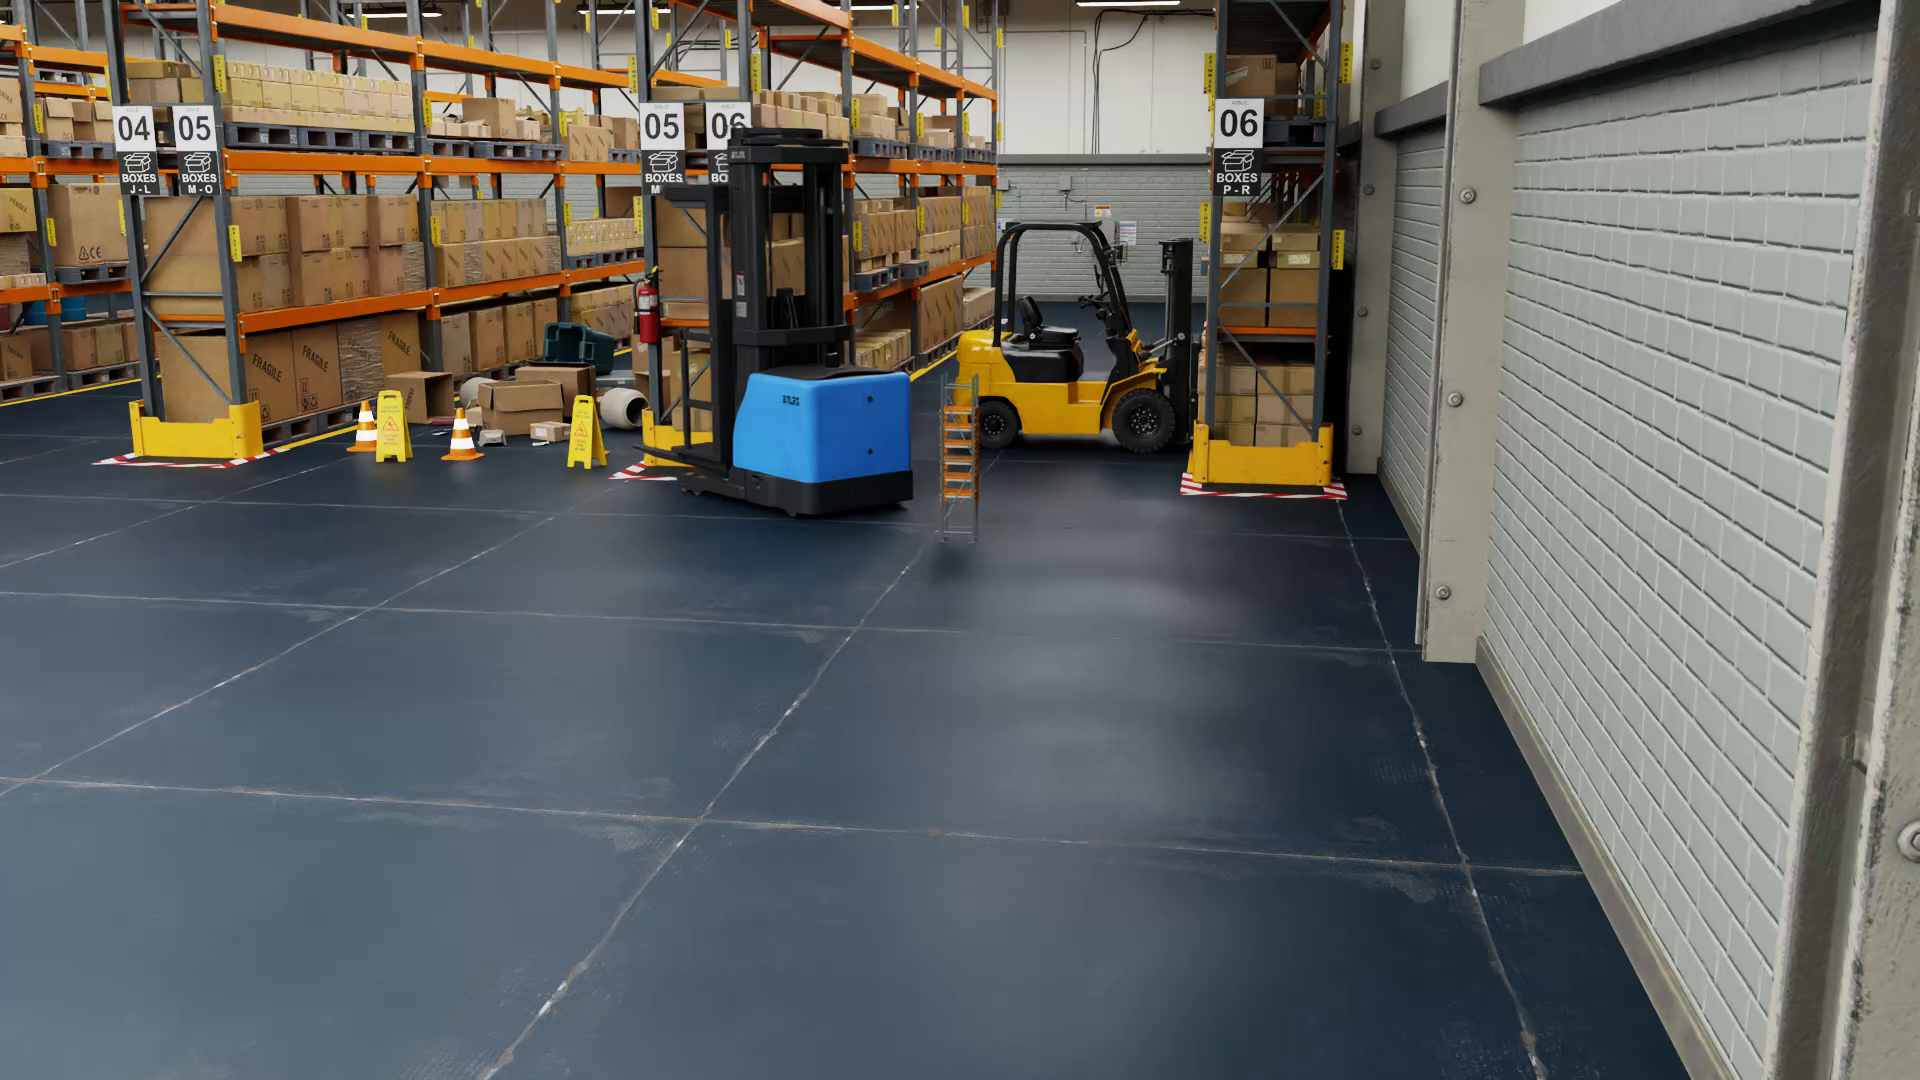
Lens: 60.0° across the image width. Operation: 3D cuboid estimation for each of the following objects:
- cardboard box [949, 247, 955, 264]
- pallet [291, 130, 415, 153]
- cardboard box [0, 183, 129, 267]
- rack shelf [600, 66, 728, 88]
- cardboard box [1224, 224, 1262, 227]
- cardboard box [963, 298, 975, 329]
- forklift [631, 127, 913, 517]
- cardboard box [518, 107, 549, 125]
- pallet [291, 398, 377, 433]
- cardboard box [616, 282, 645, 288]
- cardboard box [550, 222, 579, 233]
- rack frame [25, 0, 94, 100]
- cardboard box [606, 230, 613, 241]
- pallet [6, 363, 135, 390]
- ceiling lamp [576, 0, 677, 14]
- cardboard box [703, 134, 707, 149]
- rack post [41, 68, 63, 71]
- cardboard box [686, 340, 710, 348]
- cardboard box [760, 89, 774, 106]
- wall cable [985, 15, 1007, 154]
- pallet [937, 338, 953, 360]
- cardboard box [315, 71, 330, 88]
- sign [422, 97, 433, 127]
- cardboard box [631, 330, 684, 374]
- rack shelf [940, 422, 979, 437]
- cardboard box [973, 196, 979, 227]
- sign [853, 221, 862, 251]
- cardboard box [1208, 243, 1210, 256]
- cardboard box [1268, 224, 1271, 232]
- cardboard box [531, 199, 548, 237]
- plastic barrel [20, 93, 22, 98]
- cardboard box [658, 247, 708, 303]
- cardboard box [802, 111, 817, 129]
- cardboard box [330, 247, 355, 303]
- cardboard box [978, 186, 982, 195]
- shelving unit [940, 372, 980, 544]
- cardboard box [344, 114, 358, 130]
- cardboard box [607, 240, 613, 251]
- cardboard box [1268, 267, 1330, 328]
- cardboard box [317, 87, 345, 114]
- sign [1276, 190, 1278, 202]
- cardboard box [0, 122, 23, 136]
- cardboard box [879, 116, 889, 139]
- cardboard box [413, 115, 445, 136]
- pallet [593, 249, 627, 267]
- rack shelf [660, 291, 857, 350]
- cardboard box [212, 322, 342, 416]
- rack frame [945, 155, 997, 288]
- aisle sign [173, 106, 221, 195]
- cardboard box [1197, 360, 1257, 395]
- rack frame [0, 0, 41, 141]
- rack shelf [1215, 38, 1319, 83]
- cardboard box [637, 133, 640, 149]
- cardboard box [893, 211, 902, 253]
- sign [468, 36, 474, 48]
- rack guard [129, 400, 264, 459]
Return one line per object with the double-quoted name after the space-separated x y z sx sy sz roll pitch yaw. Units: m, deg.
-0.354 -4.361 25.465 0.500 0.250 0.500 2 12 8 "cardboard box"
-6.727 -4.369 18.236 1.003 0.211 1.213 2 12 9 "pallet"
-11.216 -3.957 20.813 1.000 1.000 1.000 2 12 9 "cardboard box"
-5.053 -7.777 28.435 1.077 0.370 4.000 2 12 9 "rack shelf"
2.897 -3.160 17.055 0.380 0.149 0.250 2 12 8 "cardboard box"
-0.252 -3.722 27.228 0.875 0.438 0.875 2 12 8 "cardboard box"
-1.706 -1.859 13.663 1.130 2.935 3.031 -10 16 -39 "forklift"
-6.107 -6.038 23.715 0.396 0.266 0.258 2 12 9 "cardboard box"
-6.971 -1.342 17.720 1.003 0.211 1.213 2 12 9 "pallet"
-5.226 -3.968 26.441 0.500 0.250 0.500 2 12 7 "cardboard box"
-5.675 -4.468 23.792 0.380 0.149 0.250 2 12 7 "cardboard box"
-15.140 -8.056 28.015 1.000 3.000 0.127 2 12 9 "rack frame"
-5.469 -4.595 25.088 0.380 0.149 0.250 2 12 11 "cardboard box"
-11.358 -2.097 21.221 1.003 0.211 1.213 2 12 9 "pallet"
-6.713 -12.058 32.730 2.000 3.185 0.800 2 12 9 "ceiling lamp"
-2.515 -3.624 15.163 0.380 0.149 0.250 2 12 9 "cardboard box"
-15.301 -7.845 27.214 0.937 0.300 0.954 2 12 8 "rack post"
-2.444 -1.942 16.097 0.380 0.149 0.250 2 12 10 "cardboard box"
-1.921 -4.048 15.238 0.380 0.149 0.250 2 12 9 "cardboard box"
0.757 -9.600 35.180 0.463 3.000 0.029 2 12 9 "wall cable"
-0.684 -2.861 24.767 1.003 0.211 1.213 2 12 9 "pallet"
-6.605 -4.648 16.789 0.380 0.149 0.250 2 12 9 "cardboard box"
-6.043 -4.856 18.870 0.100 0.325 0.005 2 12 9 "sign"
-3.448 -2.176 19.107 0.500 0.500 0.500 2 12 9 "cardboard box"
-0.002 -0.775 11.812 0.258 0.103 0.180 2 12 9 "rack shelf"
0.032 -5.482 27.700 0.500 0.500 0.500 2 12 10 "cardboard box"
-1.147 -3.384 18.519 0.100 0.325 0.005 2 12 9 "sign"
3.678 -4.011 22.845 0.500 0.250 0.500 1 12 6 "cardboard box"
3.390 -3.201 17.242 0.380 0.149 0.250 2 12 7 "cardboard box"
-6.055 -4.393 22.647 0.700 0.500 0.500 2 12 8 "cardboard box"
-15.252 -6.680 26.562 0.600 0.901 0.708 2 12 9 "plastic barrel"
-2.489 -2.460 15.345 0.500 0.500 0.500 2 12 8 "cardboard box"
-1.719 -4.097 16.415 0.500 0.250 0.500 2 12 10 "cardboard box"
-6.880 -2.775 17.392 0.875 0.550 0.500 2 12 9 "cardboard box"
0.162 -5.981 28.474 0.380 0.149 0.250 2 12 10 "cardboard box"
-0.002 -0.584 11.853 0.258 1.200 0.189 2 12 9 "shelving unit"
-6.526 -4.362 17.356 0.380 0.149 0.250 2 12 8 "cardboard box"
-5.465 -4.448 25.111 0.380 0.149 0.250 1 12 7 "cardboard box"
2.956 -2.127 14.504 0.500 0.500 0.500 2 12 10 "cardboard box"
-6.647 -4.483 16.971 0.500 0.250 0.500 2 12 8 "cardboard box"
5.611 -6.013 29.275 0.100 0.325 0.005 2 12 9 "sign"
-11.241 -4.808 19.475 0.380 0.149 0.250 2 12 10 "cardboard box"
-1.122 -4.789 19.334 0.500 0.250 0.500 2 12 8 "cardboard box"
-6.252 -4.888 19.520 0.258 0.266 0.396 2 12 8 "cardboard box"
-5.712 -4.268 25.133 1.003 0.211 1.213 2 12 9 "pallet"
-1.992 -2.208 16.829 1.077 0.370 4.000 2 12 9 "rack shelf"
-7.034 -1.776 17.162 0.875 0.875 0.875 2 12 8 "cardboard box"
0.161 -5.474 30.276 1.000 3.000 0.127 2 12 9 "rack frame"
-6.921 -3.529 15.080 0.394 0.787 0.004 2 12 9 "aisle sign"
2.368 -1.440 14.710 0.500 0.250 0.500 2 12 11 "cardboard box"
-11.477 -6.230 19.543 1.000 3.000 0.127 2 12 9 "rack frame"
3.528 -5.618 19.360 1.077 0.370 4.000 2 12 9 "rack shelf"
-5.050 -6.511 27.135 0.500 0.250 0.500 2 12 11 "cardboard box"
-1.010 -3.892 20.993 0.500 0.500 0.500 1 12 5 "cardboard box"
-9.097 -9.203 30.932 0.100 0.325 0.005 2 12 9 "sign"
-7.210 -1.056 15.708 1.175 0.500 0.348 2 12 9 "rack guard"
